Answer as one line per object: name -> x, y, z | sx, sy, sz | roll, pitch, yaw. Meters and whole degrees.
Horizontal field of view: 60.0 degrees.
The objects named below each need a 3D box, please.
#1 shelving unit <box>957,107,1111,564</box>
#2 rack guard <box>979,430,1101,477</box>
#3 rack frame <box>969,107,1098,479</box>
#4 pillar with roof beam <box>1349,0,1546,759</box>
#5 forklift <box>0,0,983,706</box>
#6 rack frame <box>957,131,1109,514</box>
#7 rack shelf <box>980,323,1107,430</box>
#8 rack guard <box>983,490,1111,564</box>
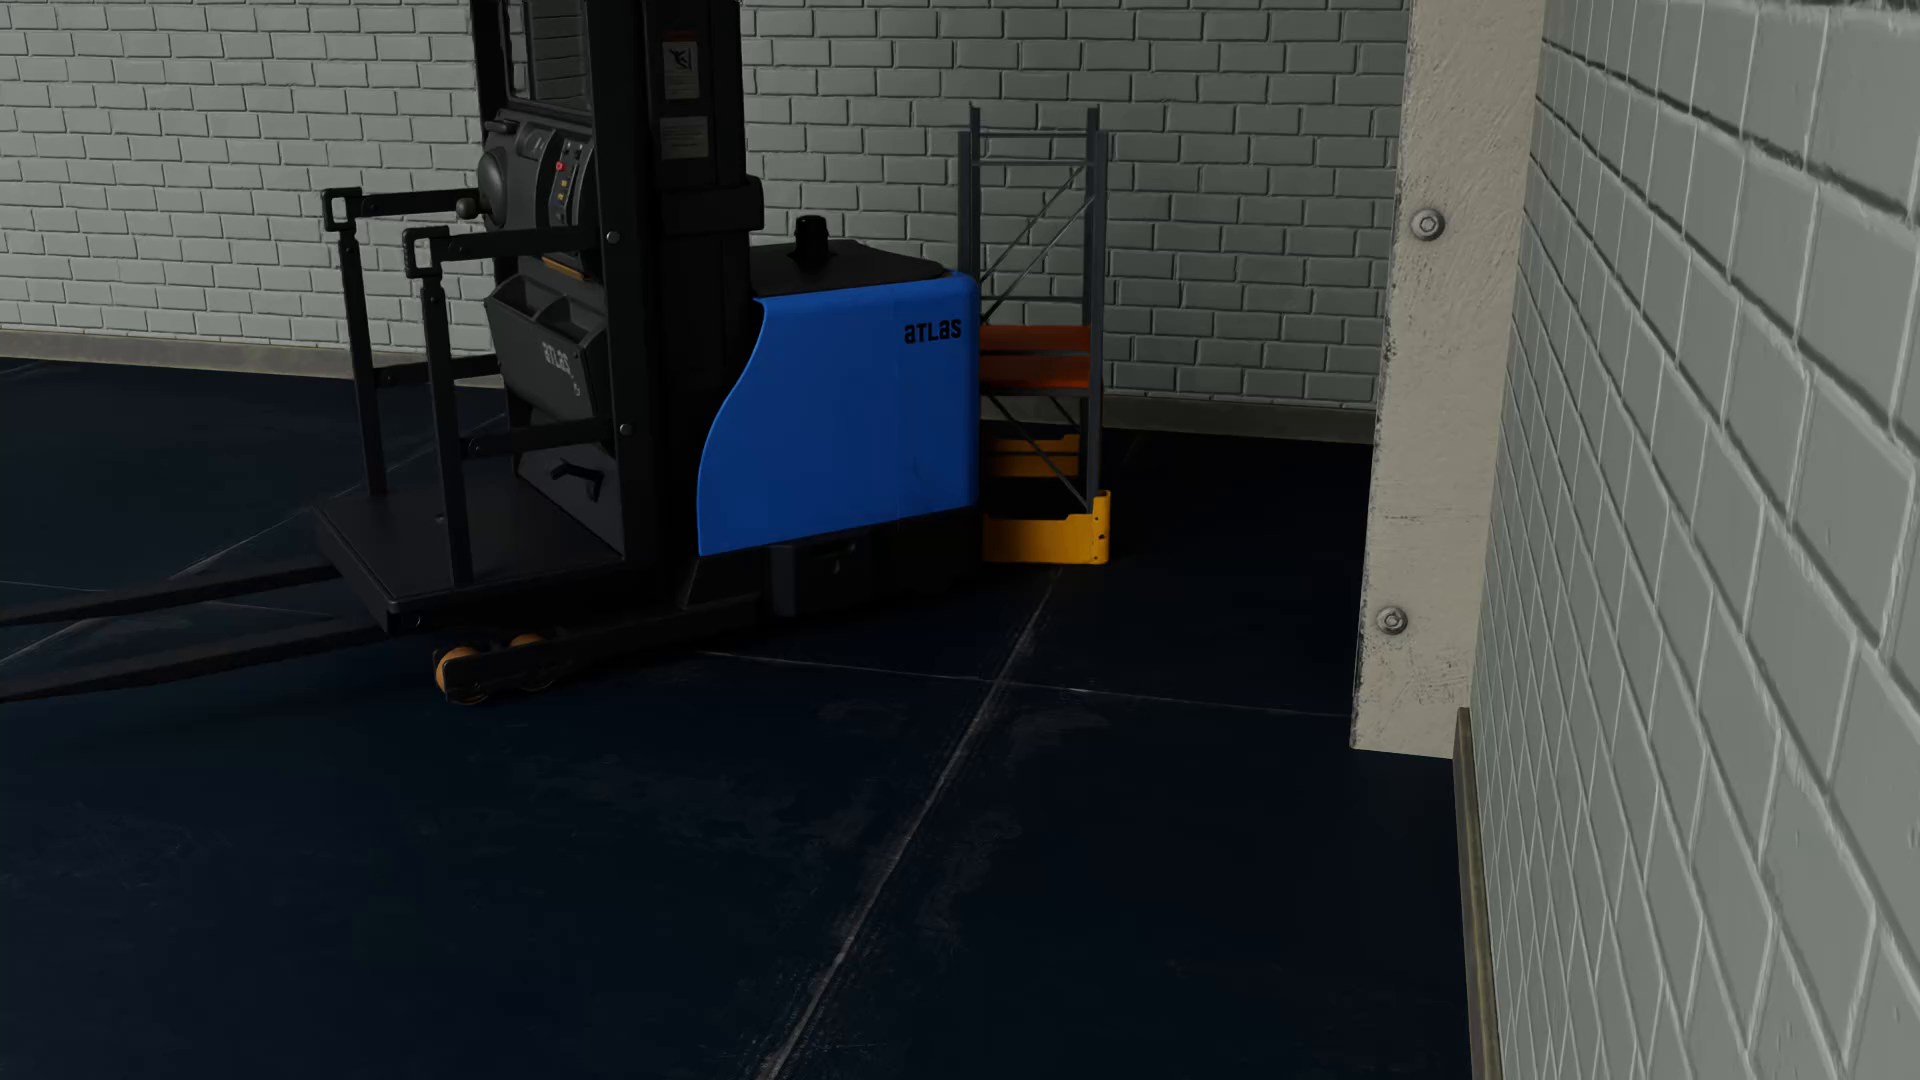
shelving unit -> 0.264, -0.804, 6.220 | 0.587, 1.500, 1.083 | 1, 19, 2
rack guard -> 0.286, -0.373, 6.892 | 0.587, 0.250, 0.087 | 1, 19, 2
rack frame -> 0.287, -0.971, 6.709 | 0.500, 1.500, 0.032 | 1, 19, 2
pillar with roof beam -> -2.916, -4.082, 4.217 | 9.100, 9.000, 0.400 | 5, 19, 13
forklift -> -1.445, -1.105, 4.887 | 3.031, 2.935, 1.130 | -11, 22, -30
rack frame -> 0.242, -0.642, 5.748 | 0.500, 1.500, 0.032 | 1, 19, 2
rack shelf -> 0.264, -0.636, 6.286 | 0.538, 0.185, 1.000 | 1, 19, 2
rack guard -> 0.242, -0.051, 5.951 | 0.587, 0.250, 0.087 | 1, 19, 2
